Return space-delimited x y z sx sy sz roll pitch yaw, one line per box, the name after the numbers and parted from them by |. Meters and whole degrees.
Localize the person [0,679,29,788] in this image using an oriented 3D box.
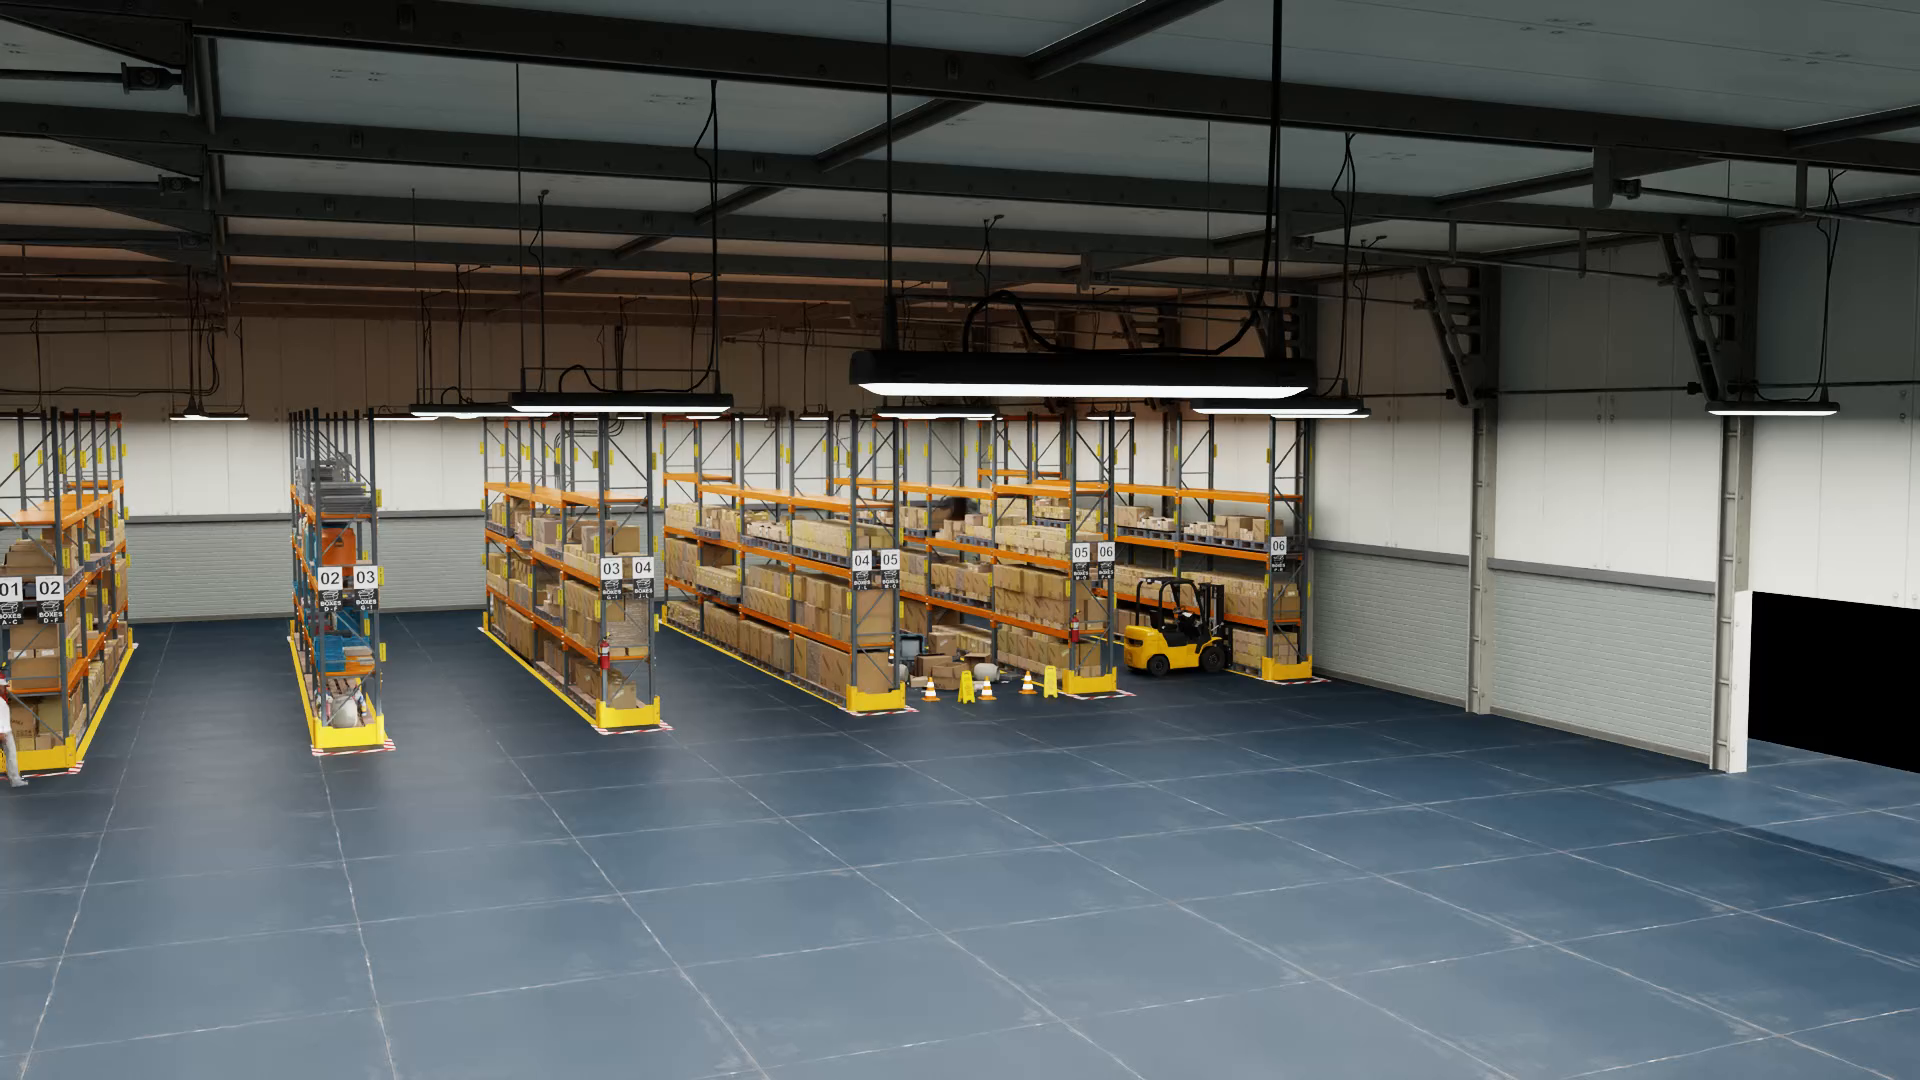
-15.121 3.036 26.125 1.039 1.725 0.480 2 5 28 | person

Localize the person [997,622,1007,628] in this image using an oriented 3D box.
1.213 1.564 46.817 0.689 1.768 0.615 -2 4 -26 | person
